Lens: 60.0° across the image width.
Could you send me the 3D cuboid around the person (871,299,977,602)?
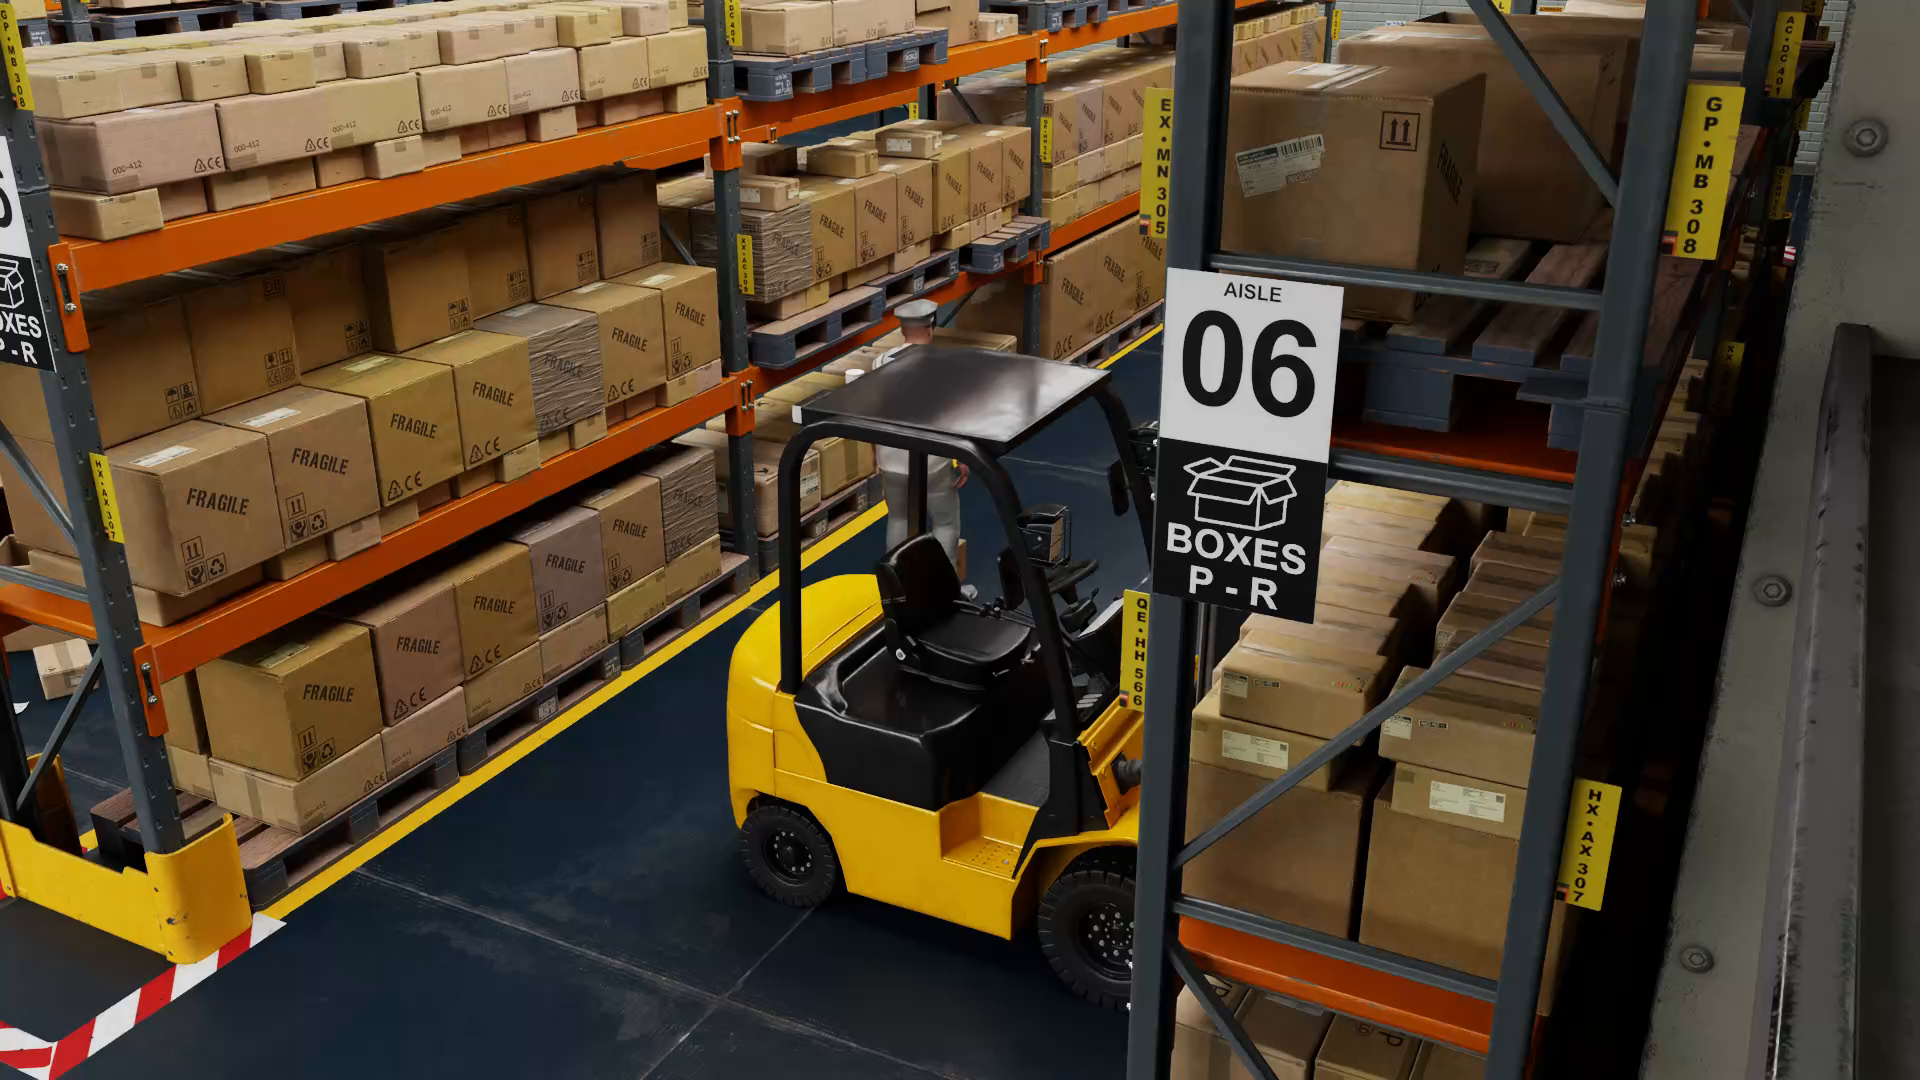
[{"bbox_3d":[-0.236,-0.457,9.367,0.602,1.747,0.439,9,24,21],"label":"person"}]
